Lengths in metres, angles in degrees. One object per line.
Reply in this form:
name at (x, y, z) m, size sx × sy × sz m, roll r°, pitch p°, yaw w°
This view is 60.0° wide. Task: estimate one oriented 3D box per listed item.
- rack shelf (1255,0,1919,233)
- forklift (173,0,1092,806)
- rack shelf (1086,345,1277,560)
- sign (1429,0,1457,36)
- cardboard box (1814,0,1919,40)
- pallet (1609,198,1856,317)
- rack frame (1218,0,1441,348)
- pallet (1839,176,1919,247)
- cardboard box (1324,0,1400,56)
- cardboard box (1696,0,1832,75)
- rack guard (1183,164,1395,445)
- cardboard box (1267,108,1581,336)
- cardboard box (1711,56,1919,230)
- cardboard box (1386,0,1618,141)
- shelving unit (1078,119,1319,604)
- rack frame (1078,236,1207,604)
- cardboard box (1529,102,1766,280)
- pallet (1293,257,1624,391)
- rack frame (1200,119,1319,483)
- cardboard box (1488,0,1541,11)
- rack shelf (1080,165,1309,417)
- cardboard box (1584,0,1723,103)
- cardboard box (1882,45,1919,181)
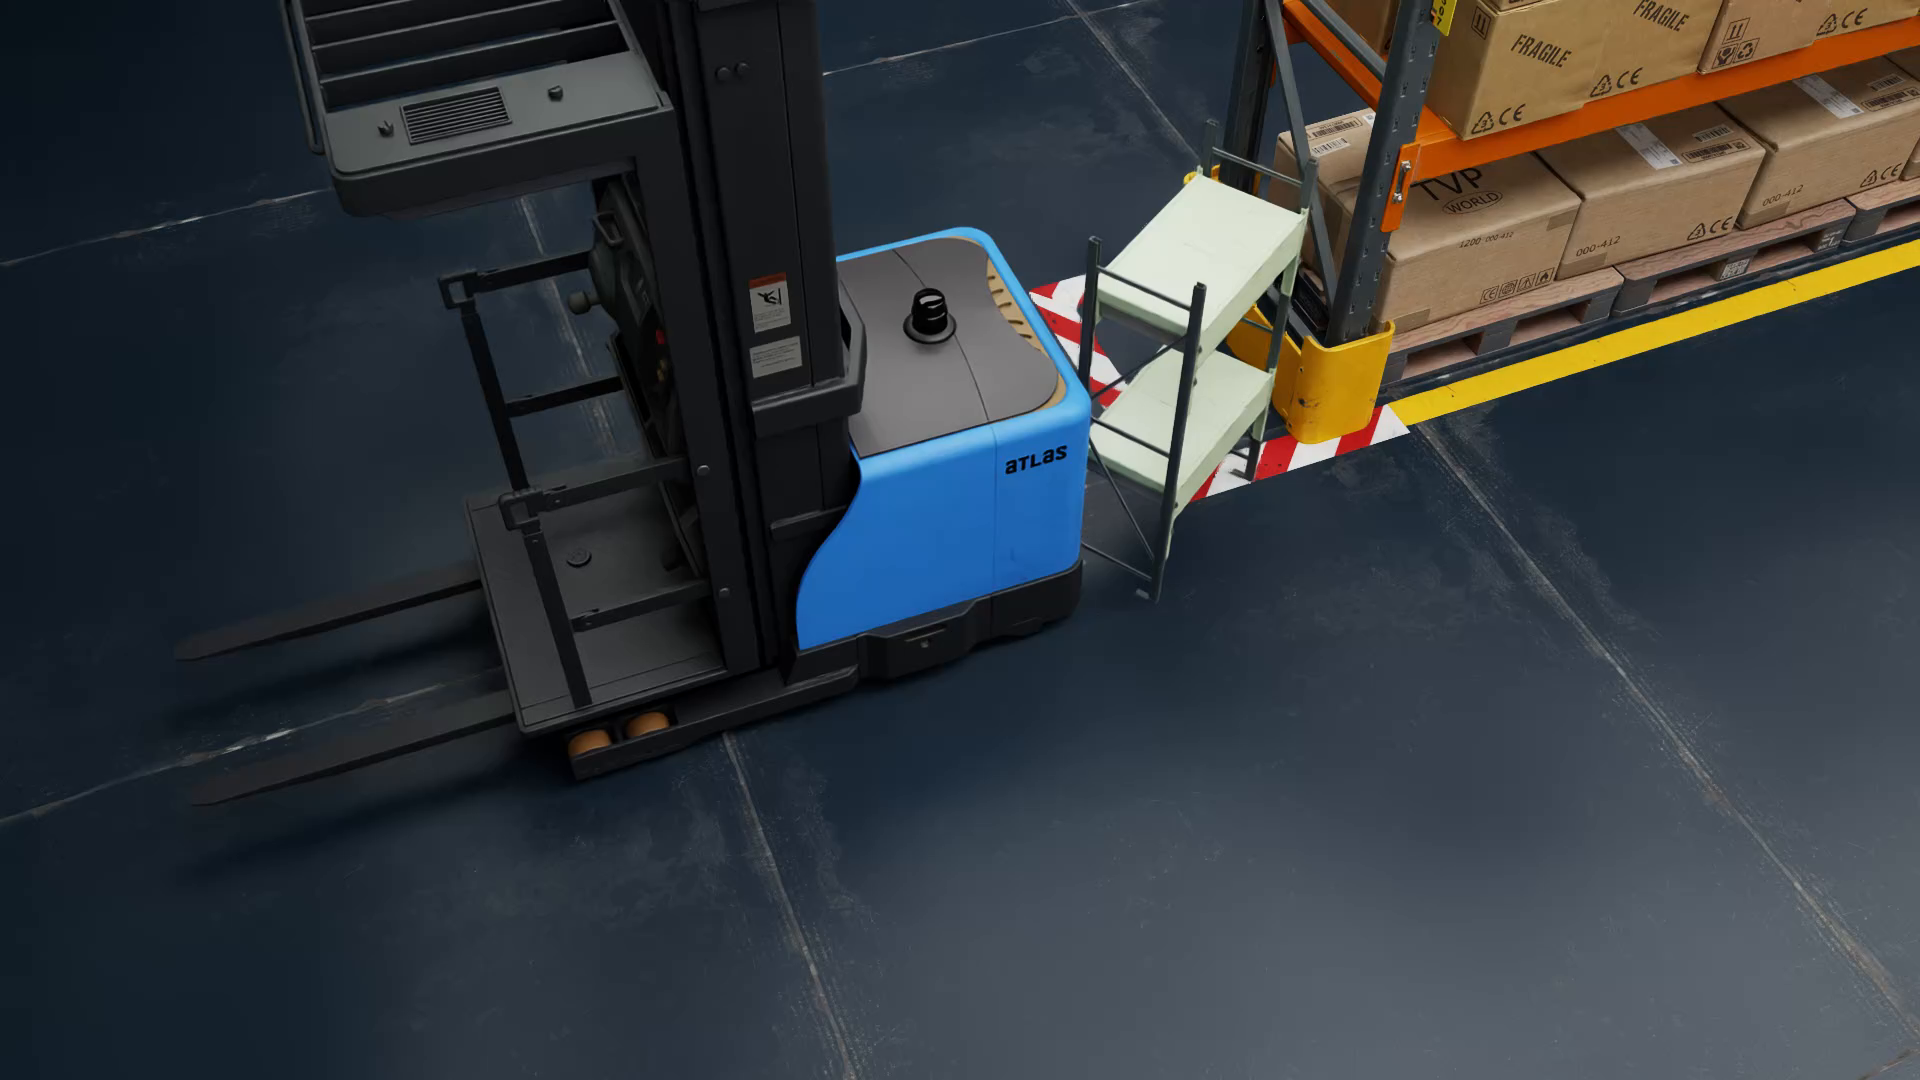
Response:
rack shelf at (3.158, -2.145, 6.589) m, size 4.000 × 0.370 × 1.077 m, roll -17°, pitch 52°, yaw -14°
forklift at (-1.139, -0.622, 4.852) m, size 3.031 × 2.935 × 1.130 m, roll -16°, pitch 51°, yaw -14°
rack shelf at (0.765, -0.363, 6.001) m, size 0.431 × 0.370 × 0.720 m, roll 28°, pitch 55°, yaw 21°
sign at (1.511, -1.722, 5.129) m, size 0.005 × 0.325 × 0.100 m, roll -17°, pitch 52°, yaw -14°
cardboard box at (3.253, -2.228, 6.120) m, size 0.500 × 0.500 × 0.500 m, roll -16°, pitch 51°, yaw -13°
pallet at (3.145, -1.529, 7.424) m, size 1.213 × 0.211 × 1.003 m, roll -17°, pitch 52°, yaw -14°
rack frame at (1.307, -1.806, 5.823) m, size 0.127 × 3.000 × 1.000 m, roll -17°, pitch 52°, yaw -14°
pallet at (4.276, -1.881, 7.727) m, size 1.213 × 0.211 × 1.003 m, roll -17°, pitch 52°, yaw -14°
cardboard box at (1.653, -2.162, 6.064) m, size 0.500 × 0.500 × 0.500 m, roll -17°, pitch 51°, yaw -14°
cardboard box at (2.795, -2.072, 5.986) m, size 0.500 × 0.500 × 0.500 m, roll -17°, pitch 52°, yaw -14°
rack guard at (1.285, -0.984, 6.766) m, size 0.348 × 0.500 × 1.175 m, roll -17°, pitch 52°, yaw -14°
cardboard box at (1.880, -1.367, 6.859) m, size 0.875 × 0.438 × 0.875 m, roll -19°, pitch 52°, yaw -15°
cardboard box at (3.559, -1.893, 7.311) m, size 0.875 × 0.438 × 0.875 m, roll -19°, pitch 52°, yaw -15°
cardboard box at (1.860, -1.774, 5.731) m, size 0.500 × 0.500 × 0.500 m, roll -18°, pitch 52°, yaw -15°
shelving unit at (0.766, -0.575, 5.753) m, size 0.431 × 1.500 × 0.755 m, roll 28°, pitch 55°, yaw 21°
rack frame at (0.558, -0.346, 5.557) m, size 0.400 × 1.500 × 0.023 m, roll 28°, pitch 55°, yaw 21°
cardboard box at (2.724, -1.636, 7.090) m, size 0.875 × 0.438 × 0.875 m, roll -16°, pitch 51°, yaw -13°
pallet at (2.017, -1.181, 7.126) m, size 1.213 × 0.211 × 1.003 m, roll -17°, pitch 52°, yaw -14°
rack frame at (0.974, -0.803, 5.950) m, size 0.400 × 1.500 × 0.023 m, roll 28°, pitch 55°, yaw 21°
cardboard box at (1.859, -2.102, 5.353) m, size 0.500 × 0.500 × 0.500 m, roll -18°, pitch 52°, yaw -15°
rack shelf at (0.768, -0.828, 5.457) m, size 0.431 × 0.370 × 0.720 m, roll 28°, pitch 55°, yaw 21°
cardboard box at (2.317, -1.939, 5.872) m, size 0.500 × 0.500 × 0.500 m, roll -18°, pitch 52°, yaw -15°
cardboard box at (4.388, -2.150, 7.532) m, size 0.875 × 0.438 × 0.875 m, roll -18°, pitch 52°, yaw -15°
